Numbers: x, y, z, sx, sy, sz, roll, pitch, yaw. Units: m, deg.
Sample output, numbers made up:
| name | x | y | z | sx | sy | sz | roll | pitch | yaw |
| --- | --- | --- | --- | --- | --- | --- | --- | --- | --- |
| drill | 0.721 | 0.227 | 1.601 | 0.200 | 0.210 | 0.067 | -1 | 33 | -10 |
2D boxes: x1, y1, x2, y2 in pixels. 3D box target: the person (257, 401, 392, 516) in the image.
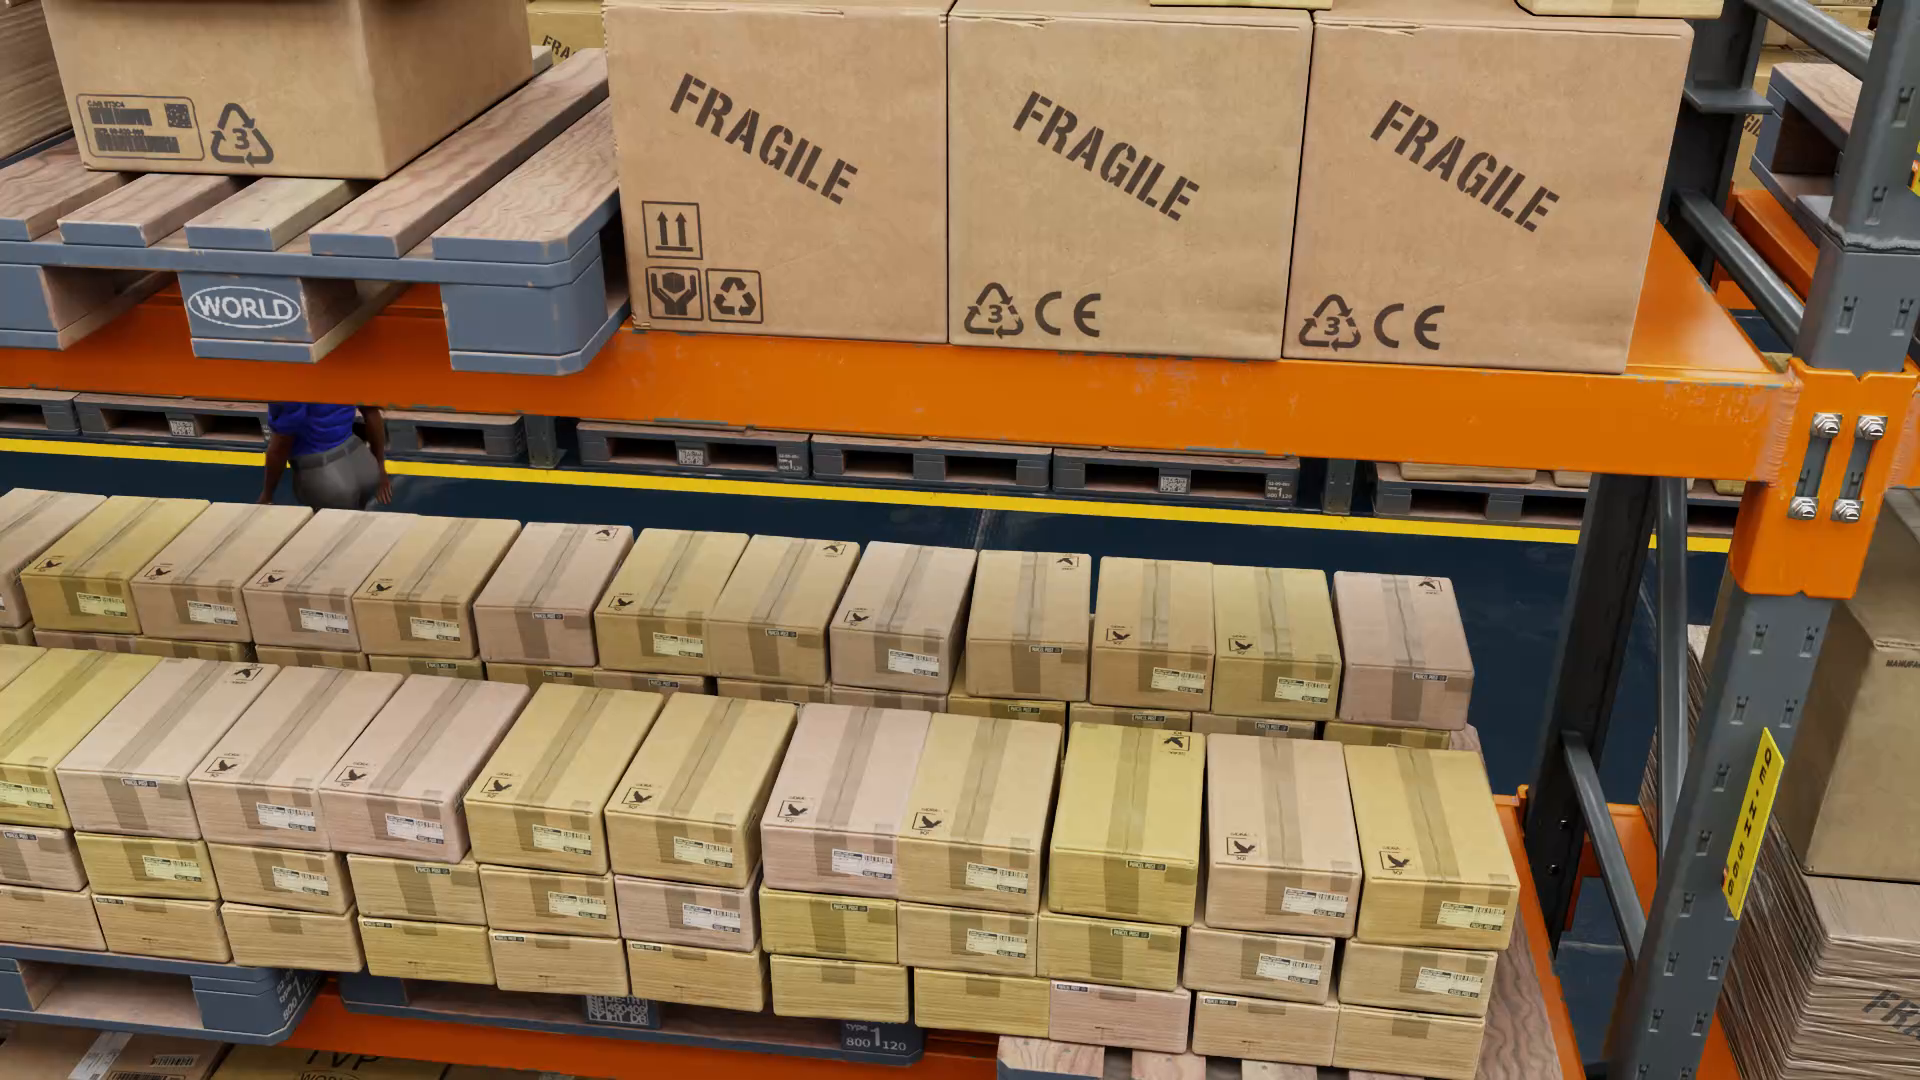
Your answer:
| name | x | y | z | sx | sy | sz | roll | pitch | yaw |
| --- | --- | --- | --- | --- | --- | --- | --- | --- | --- |
| person | -2.466 | -0.200 | 6.510 | 0.622 | 1.710 | 0.453 | 8 | 30 | 15 |
